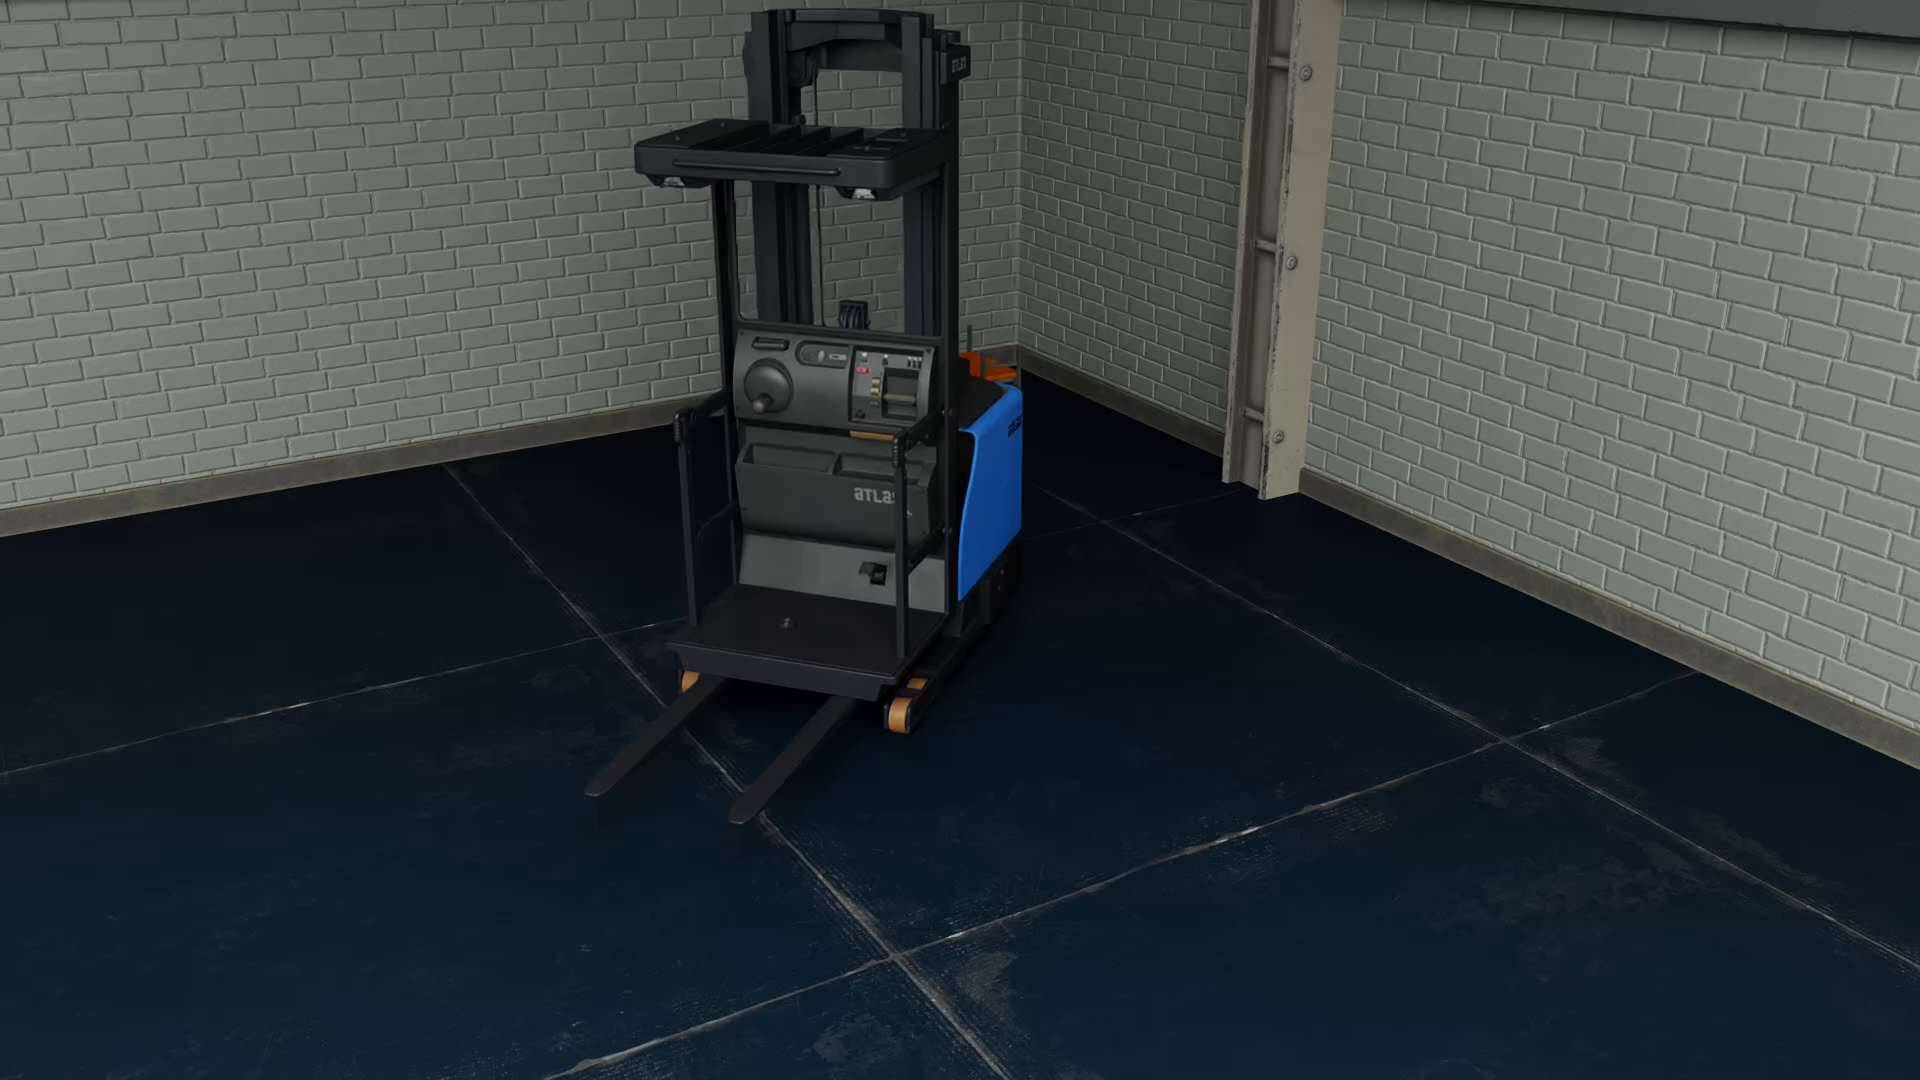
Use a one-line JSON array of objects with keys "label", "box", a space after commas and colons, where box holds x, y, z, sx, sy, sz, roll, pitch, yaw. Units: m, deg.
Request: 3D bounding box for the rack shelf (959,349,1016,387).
[{"label": "rack shelf", "box": [0.085, -0.868, 8.808, 0.258, 0.148, 0.480, -13, 25, -29]}]

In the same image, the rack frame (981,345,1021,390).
[{"label": "rack frame", "box": [0.212, -0.425, 8.763, 0.240, 1.200, 0.015, -13, 25, -29]}]

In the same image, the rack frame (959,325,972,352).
[{"label": "rack frame", "box": [-0.041, -0.582, 9.150, 0.240, 1.200, 0.015, -13, 25, -29]}]

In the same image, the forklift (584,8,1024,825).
[{"label": "forklift", "box": [-0.627, -0.684, 7.101, 1.130, 2.935, 3.031, 7, 23, 18]}]

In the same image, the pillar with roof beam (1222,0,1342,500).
[{"label": "pillar with roof beam", "box": [-1.865, -3.672, 6.394, 9.100, 9.000, 0.400, -13, 25, -28]}]

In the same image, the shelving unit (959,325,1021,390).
[{"label": "shelving unit", "box": [0.085, -0.504, 8.957, 0.258, 1.200, 0.503, -13, 25, -29]}]
